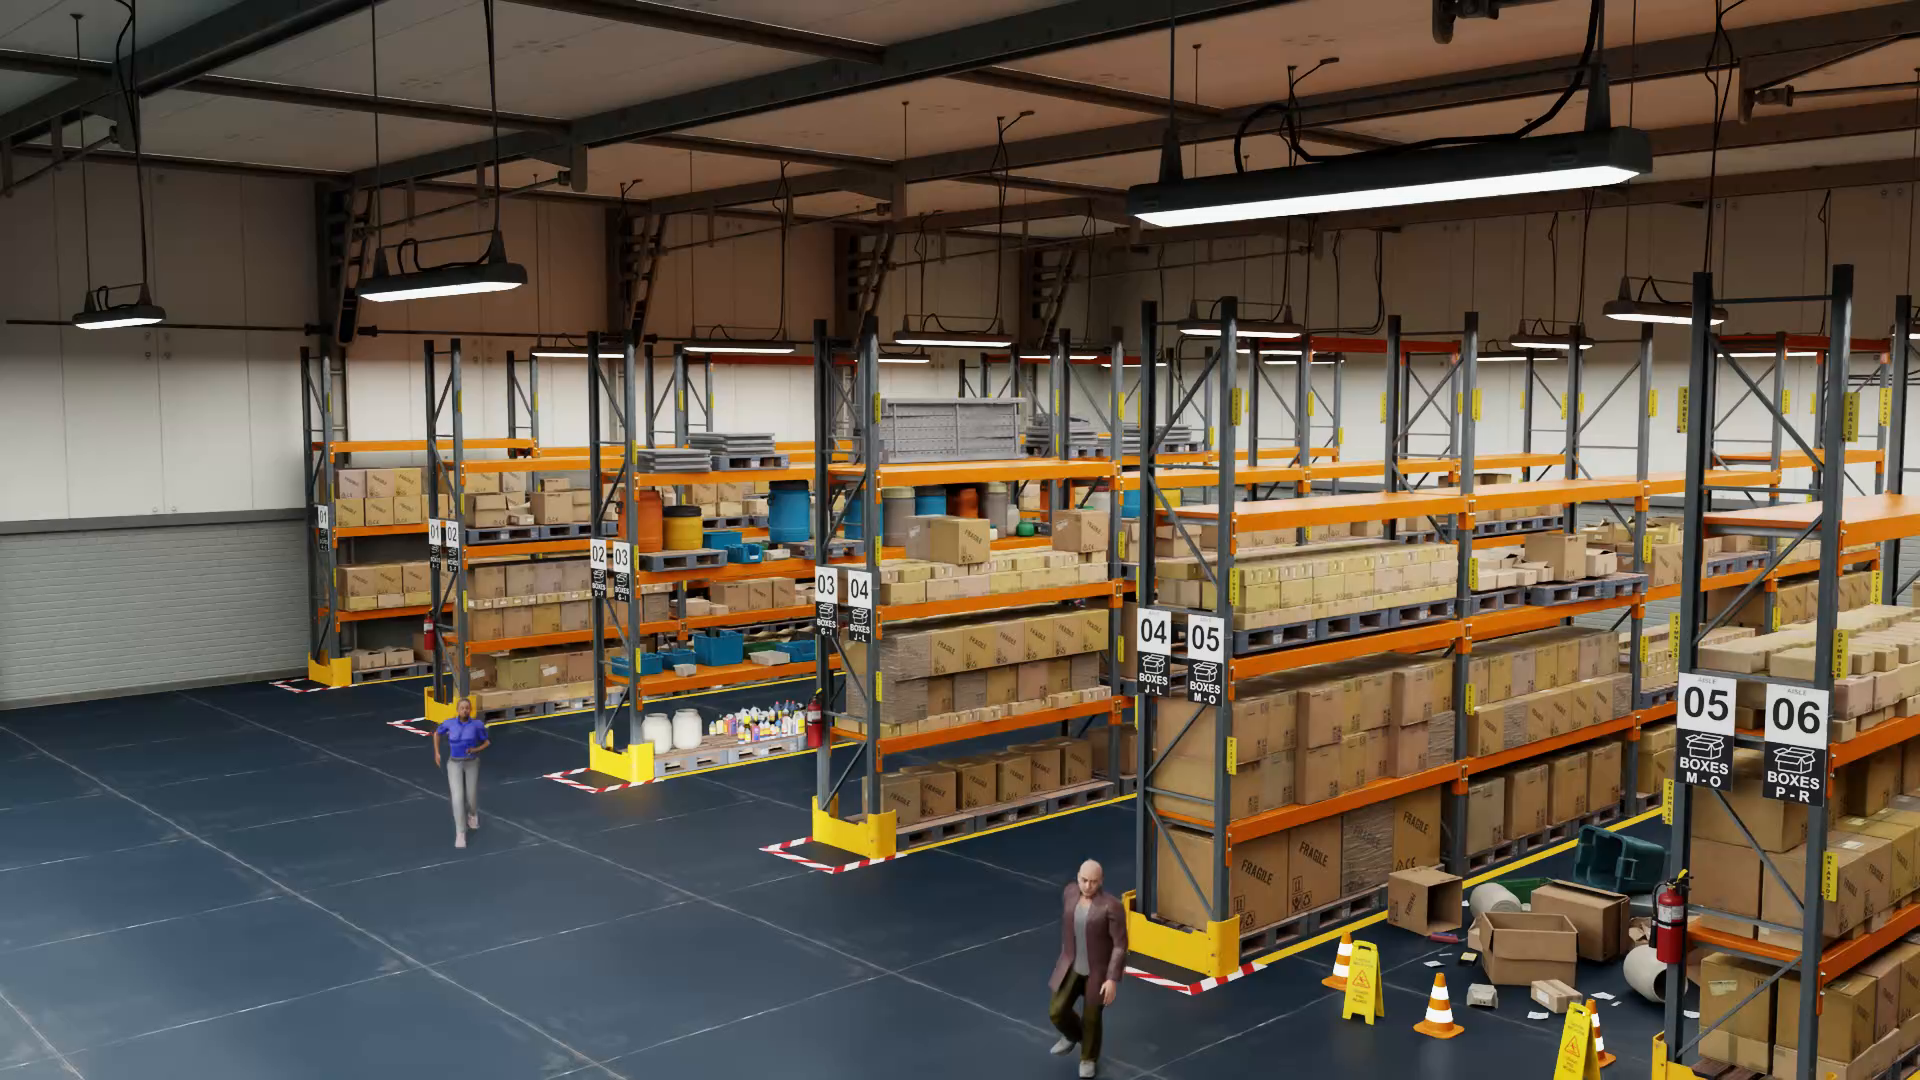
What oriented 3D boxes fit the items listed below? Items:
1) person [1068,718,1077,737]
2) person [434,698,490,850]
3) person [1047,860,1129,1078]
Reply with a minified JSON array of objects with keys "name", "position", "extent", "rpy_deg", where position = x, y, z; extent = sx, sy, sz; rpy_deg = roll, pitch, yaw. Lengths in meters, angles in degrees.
[{"name":"person","position":[1.504,2.123,24.676],"extent":[0.710,1.731,0.729],"rpy_deg":[-5,7,-43]},{"name":"person","position":[-5.757,2.651,19.258],"extent":[0.610,1.697,0.906],"rpy_deg":[-2,5,-18]},{"name":"person","position":[0.973,3.204,12.506],"extent":[0.708,1.729,0.611],"rpy_deg":[3,6,27]}]
